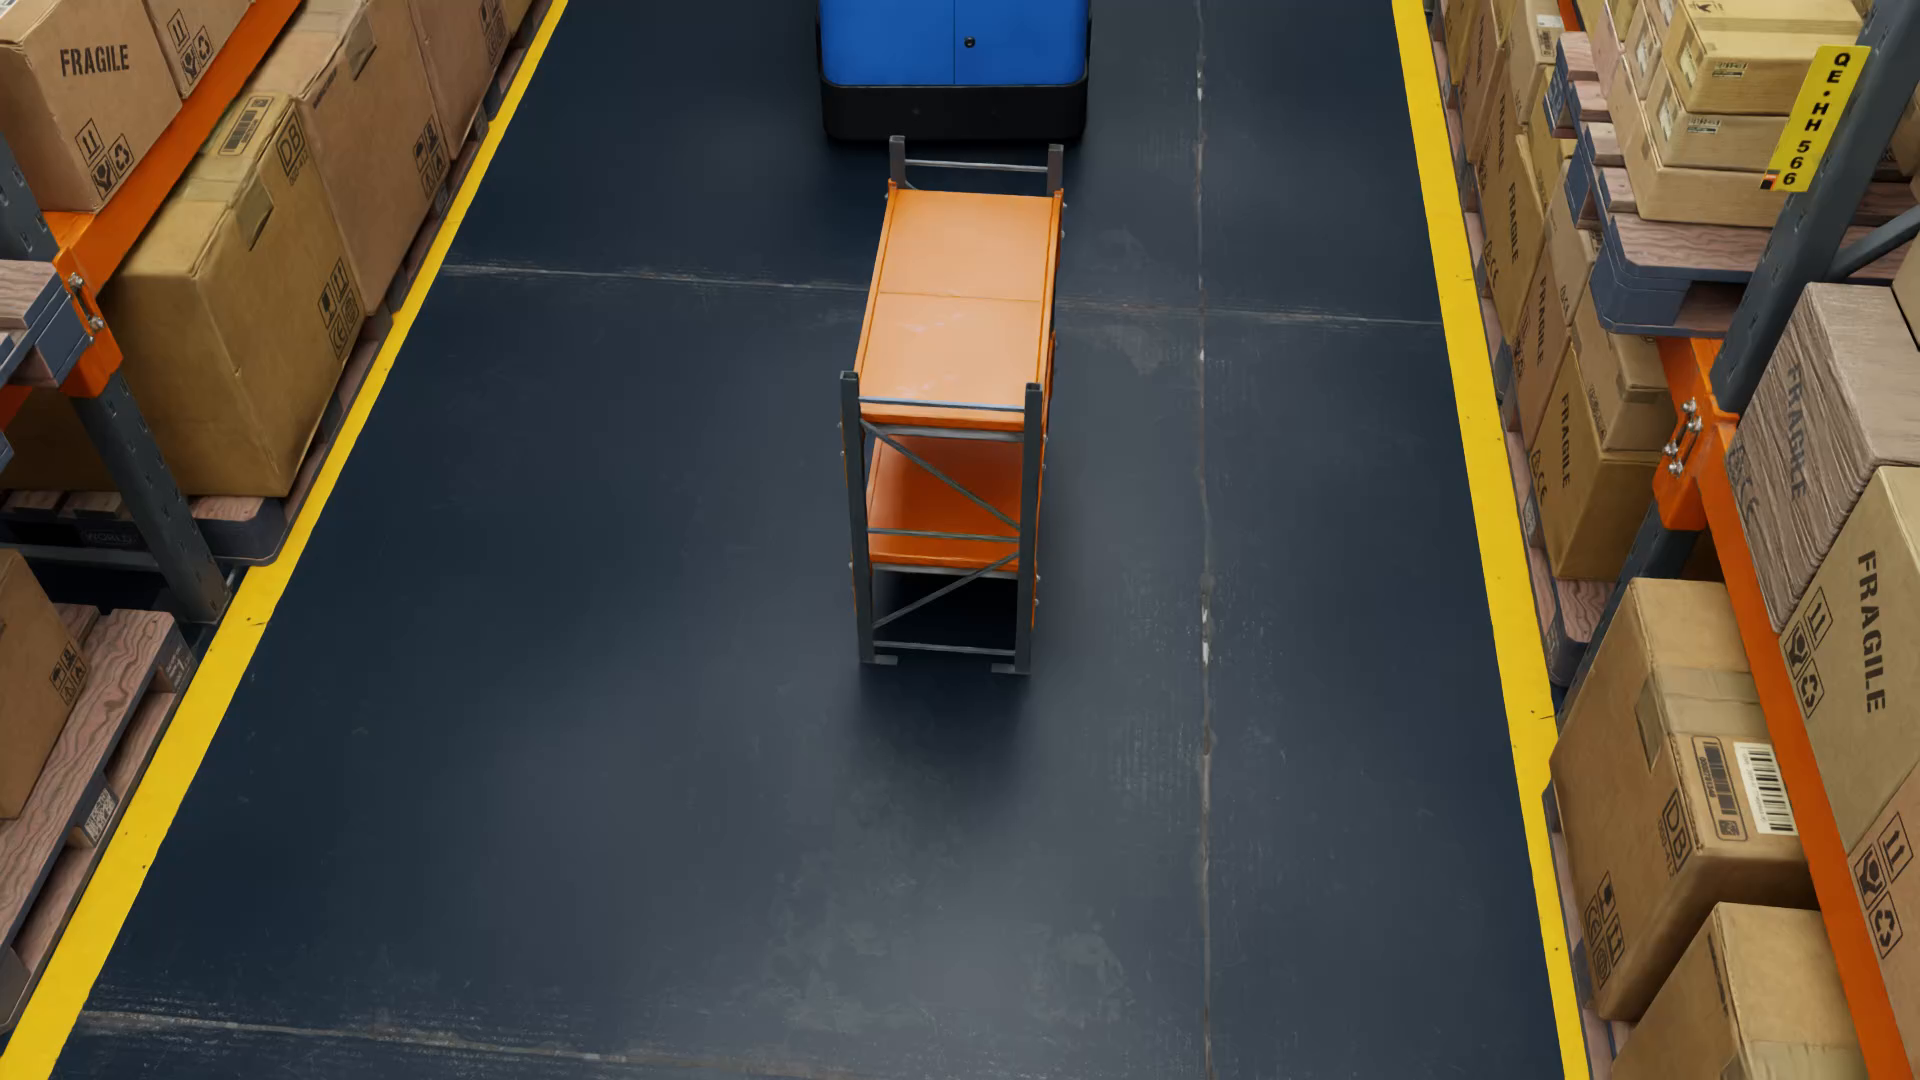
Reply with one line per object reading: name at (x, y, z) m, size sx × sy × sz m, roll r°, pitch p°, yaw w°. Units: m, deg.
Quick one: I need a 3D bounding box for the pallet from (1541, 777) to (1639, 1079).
pallet at (2.056, 1.095, 4.106) m, size 1.003 × 0.211 × 1.213 m, roll 4°, pitch 48°, yaw 4°

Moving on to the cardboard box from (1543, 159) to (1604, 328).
cardboard box at (2.039, -0.864, 4.909) m, size 0.500 × 0.250 × 0.500 m, roll 4°, pitch 48°, yaw 4°

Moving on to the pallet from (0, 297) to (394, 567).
pallet at (-2.581, -0.462, 5.529) m, size 1.003 × 0.211 × 1.213 m, roll 4°, pitch 48°, yaw 4°

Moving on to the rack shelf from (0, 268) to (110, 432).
rack shelf at (-2.910, 0.884, 2.896) m, size 1.077 × 0.370 × 4.000 m, roll 4°, pitch 48°, yaw 4°

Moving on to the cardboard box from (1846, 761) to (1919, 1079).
cardboard box at (1.803, 0.602, 2.599) m, size 0.500 × 0.500 × 0.500 m, roll 4°, pitch 48°, yaw 3°

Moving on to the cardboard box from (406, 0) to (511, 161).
cardboard box at (-2.482, -2.064, 6.261) m, size 1.225 × 0.875 × 0.875 m, roll 2°, pitch 48°, yaw 2°

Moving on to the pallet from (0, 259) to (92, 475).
pallet at (-2.687, -0.233, 3.560) m, size 1.213 × 0.211 × 1.003 m, roll 4°, pitch 48°, yaw 4°

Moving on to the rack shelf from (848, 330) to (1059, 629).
rack shelf at (0.001, -0.220, 5.020) m, size 0.538 × 0.278 × 1.000 m, roll 4°, pitch 48°, yaw 4°

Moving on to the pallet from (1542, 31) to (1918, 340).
pallet at (2.161, -0.887, 4.158) m, size 1.213 × 0.211 × 1.003 m, roll 4°, pitch 48°, yaw 4°

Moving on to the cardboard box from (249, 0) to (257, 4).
cardboard box at (-2.325, -1.957, 4.939) m, size 0.500 × 0.500 × 0.500 m, roll 3°, pitch 48°, yaw 3°

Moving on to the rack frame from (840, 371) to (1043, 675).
rack frame at (-0.046, -0.011, 4.498) m, size 0.500 × 1.125 × 0.032 m, roll 4°, pitch 48°, yaw 4°

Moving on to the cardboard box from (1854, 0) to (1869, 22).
cardboard box at (2.516, -1.387, 4.371) m, size 0.380 × 0.149 × 0.250 m, roll 6°, pitch 48°, yaw 5°

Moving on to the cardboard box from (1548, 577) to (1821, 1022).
cardboard box at (2.057, 0.638, 3.874) m, size 1.050 × 0.750 × 0.750 m, roll 3°, pitch 48°, yaw 3°

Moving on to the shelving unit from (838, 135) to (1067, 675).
shelving unit at (0.001, -0.385, 4.839) m, size 0.538 × 1.125 × 1.048 m, roll 4°, pitch 48°, yaw 4°

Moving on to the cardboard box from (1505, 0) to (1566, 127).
cardboard box at (2.140, -1.620, 5.600) m, size 0.500 × 0.250 × 0.500 m, roll 6°, pitch 48°, yaw 5°

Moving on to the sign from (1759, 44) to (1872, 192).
sign at (1.661, -0.814, 3.231) m, size 0.100 × 0.325 × 0.005 m, roll 4°, pitch 48°, yaw 4°

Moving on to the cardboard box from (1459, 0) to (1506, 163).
cardboard box at (2.189, -1.744, 6.222) m, size 0.500 × 0.500 × 0.500 m, roll 6°, pitch 48°, yaw 5°

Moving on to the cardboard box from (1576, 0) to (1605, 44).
cardboard box at (1.863, -1.425, 4.407) m, size 0.380 × 0.149 × 0.250 m, roll 3°, pitch 48°, yaw 3°

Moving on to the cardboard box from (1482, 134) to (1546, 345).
cardboard box at (2.085, -0.991, 5.533) m, size 0.500 × 0.500 × 0.500 m, roll 2°, pitch 48°, yaw 2°

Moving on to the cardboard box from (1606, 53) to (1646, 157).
cardboard box at (1.814, -1.053, 4.066) m, size 0.380 × 0.149 × 0.250 m, roll 4°, pitch 48°, yaw 3°

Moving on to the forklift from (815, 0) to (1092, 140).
forklift at (-0.037, -3.649, 6.601) m, size 1.130 × 2.935 × 3.031 m, roll 0°, pitch 48°, yaw 0°

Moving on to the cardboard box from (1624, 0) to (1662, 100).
cardboard box at (1.817, -1.168, 3.970) m, size 0.380 × 0.149 × 0.250 m, roll 5°, pitch 48°, yaw 5°

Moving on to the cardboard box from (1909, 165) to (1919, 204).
cardboard box at (2.444, -0.793, 3.828) m, size 0.380 × 0.149 × 0.250 m, roll 3°, pitch 48°, yaw 3°

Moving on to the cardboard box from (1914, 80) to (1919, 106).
cardboard box at (2.469, -1.119, 3.925) m, size 0.380 × 0.149 × 0.250 m, roll 6°, pitch 48°, yaw 5°

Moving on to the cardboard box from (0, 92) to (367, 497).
cardboard box at (-2.644, -0.759, 5.067) m, size 1.225 × 0.875 × 0.875 m, roll 2°, pitch 48°, yaw 2°

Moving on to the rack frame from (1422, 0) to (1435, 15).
rack frame at (2.567, -3.360, 6.290) m, size 1.000 × 3.000 × 0.127 m, roll 4°, pitch 48°, yaw 4°

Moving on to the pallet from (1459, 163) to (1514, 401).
pallet at (2.389, -0.948, 5.974) m, size 1.003 × 0.211 × 1.213 m, roll 4°, pitch 48°, yaw 4°

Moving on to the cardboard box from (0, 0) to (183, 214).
cardboard box at (-2.412, -1.201, 4.248) m, size 0.500 × 0.500 × 0.500 m, roll 5°, pitch 48°, yaw 5°

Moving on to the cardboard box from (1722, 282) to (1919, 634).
cardboard box at (1.893, -0.143, 3.280) m, size 0.500 × 0.500 × 0.500 m, roll 4°, pitch 48°, yaw 4°

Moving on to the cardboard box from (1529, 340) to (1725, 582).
cardboard box at (2.002, -0.220, 4.828) m, size 0.500 × 0.500 × 0.500 m, roll 4°, pitch 48°, yaw 3°

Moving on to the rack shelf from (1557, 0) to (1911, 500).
rack shelf at (2.385, -1.648, 5.212) m, size 1.077 × 0.370 × 4.000 m, roll 4°, pitch 48°, yaw 4°

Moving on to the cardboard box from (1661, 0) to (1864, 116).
cardboard box at (1.791, -1.070, 3.678) m, size 0.380 × 0.149 × 0.250 m, roll 2°, pitch 48°, yaw 2°

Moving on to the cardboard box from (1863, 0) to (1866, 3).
cardboard box at (2.513, -1.501, 4.274) m, size 0.380 × 0.149 × 0.250 m, roll 4°, pitch 48°, yaw 4°

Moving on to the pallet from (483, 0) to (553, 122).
pallet at (-2.358, -2.255, 7.169) m, size 1.003 × 0.211 × 1.213 m, roll 4°, pitch 48°, yaw 4°
